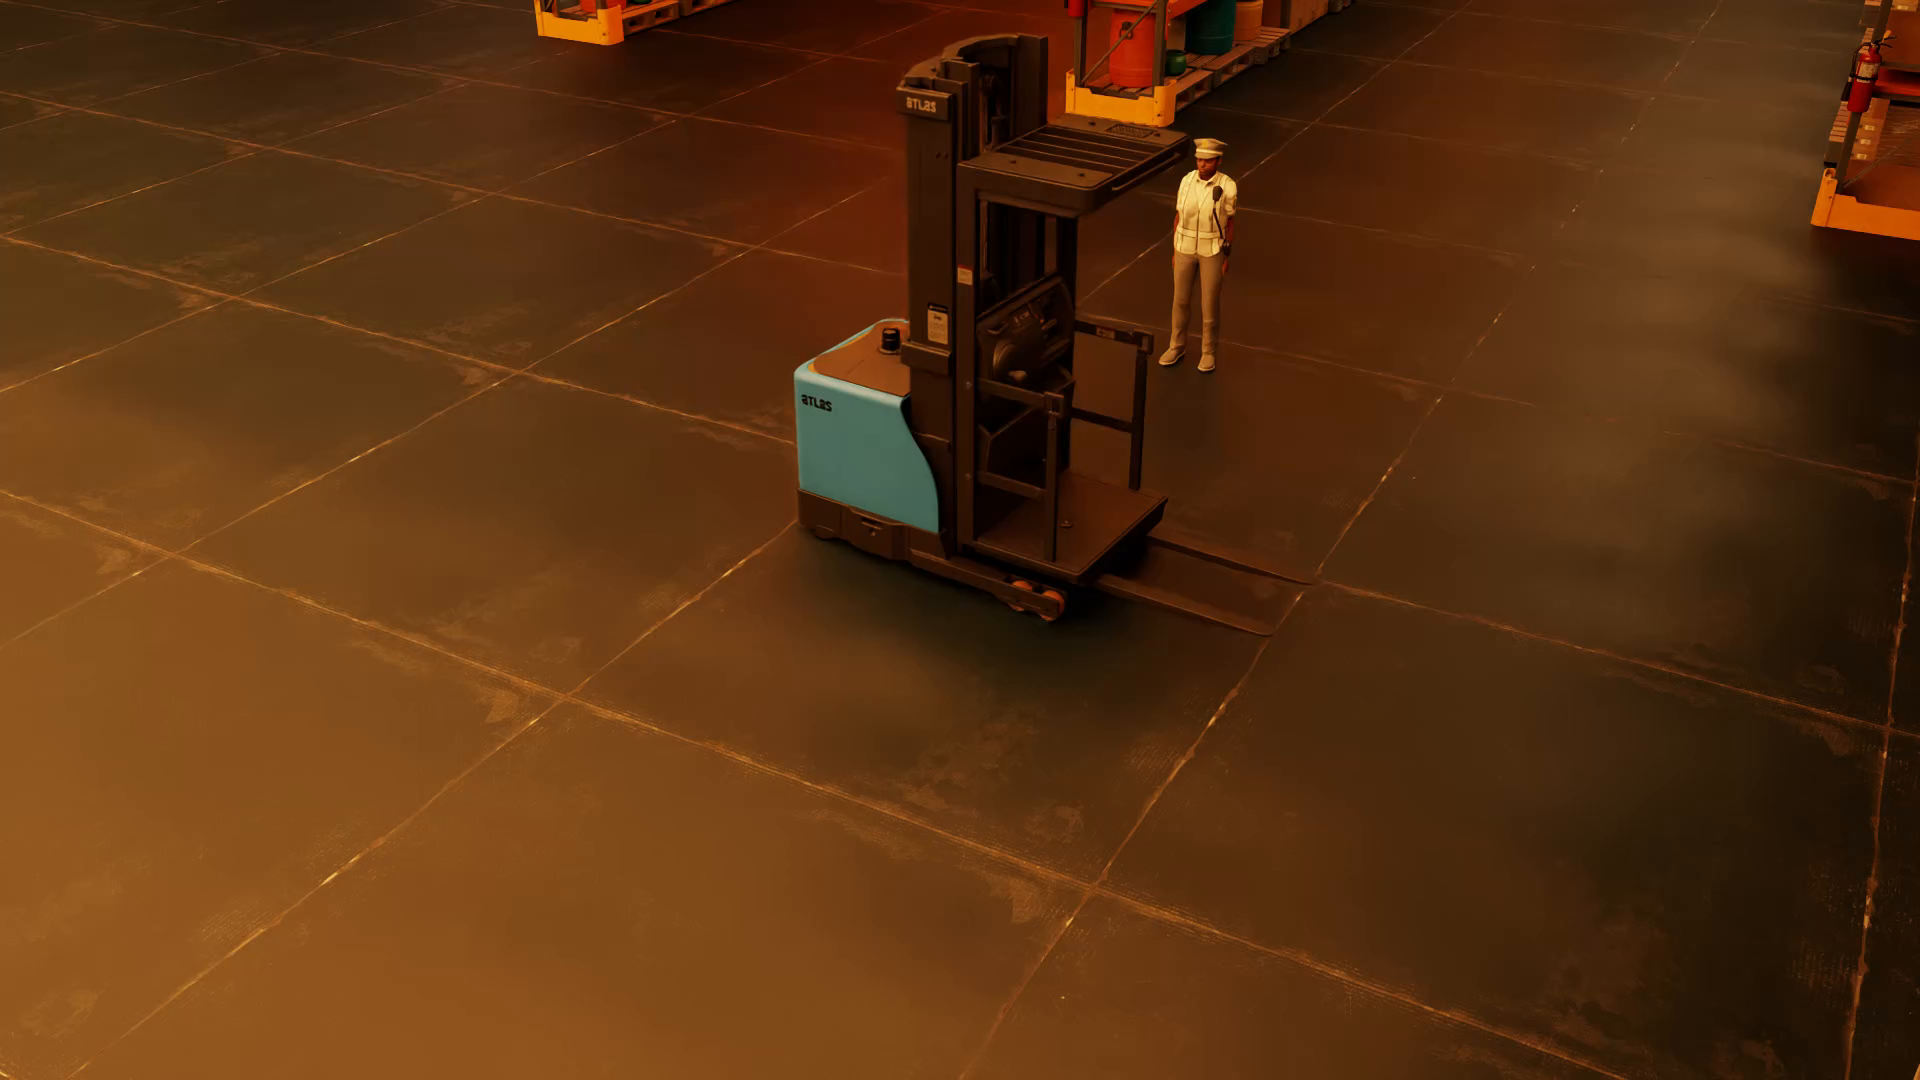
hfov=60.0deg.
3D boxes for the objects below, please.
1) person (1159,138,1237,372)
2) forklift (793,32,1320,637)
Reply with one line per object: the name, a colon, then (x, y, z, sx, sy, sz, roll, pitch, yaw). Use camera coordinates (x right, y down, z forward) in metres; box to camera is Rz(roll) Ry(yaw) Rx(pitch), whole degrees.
person: (1.711, -2.045, 11.859, 0.446, 1.693, 0.342, 11, 32, 19)
forklift: (0.535, -1.124, 9.019, 3.031, 2.935, 1.130, 18, 35, 28)
